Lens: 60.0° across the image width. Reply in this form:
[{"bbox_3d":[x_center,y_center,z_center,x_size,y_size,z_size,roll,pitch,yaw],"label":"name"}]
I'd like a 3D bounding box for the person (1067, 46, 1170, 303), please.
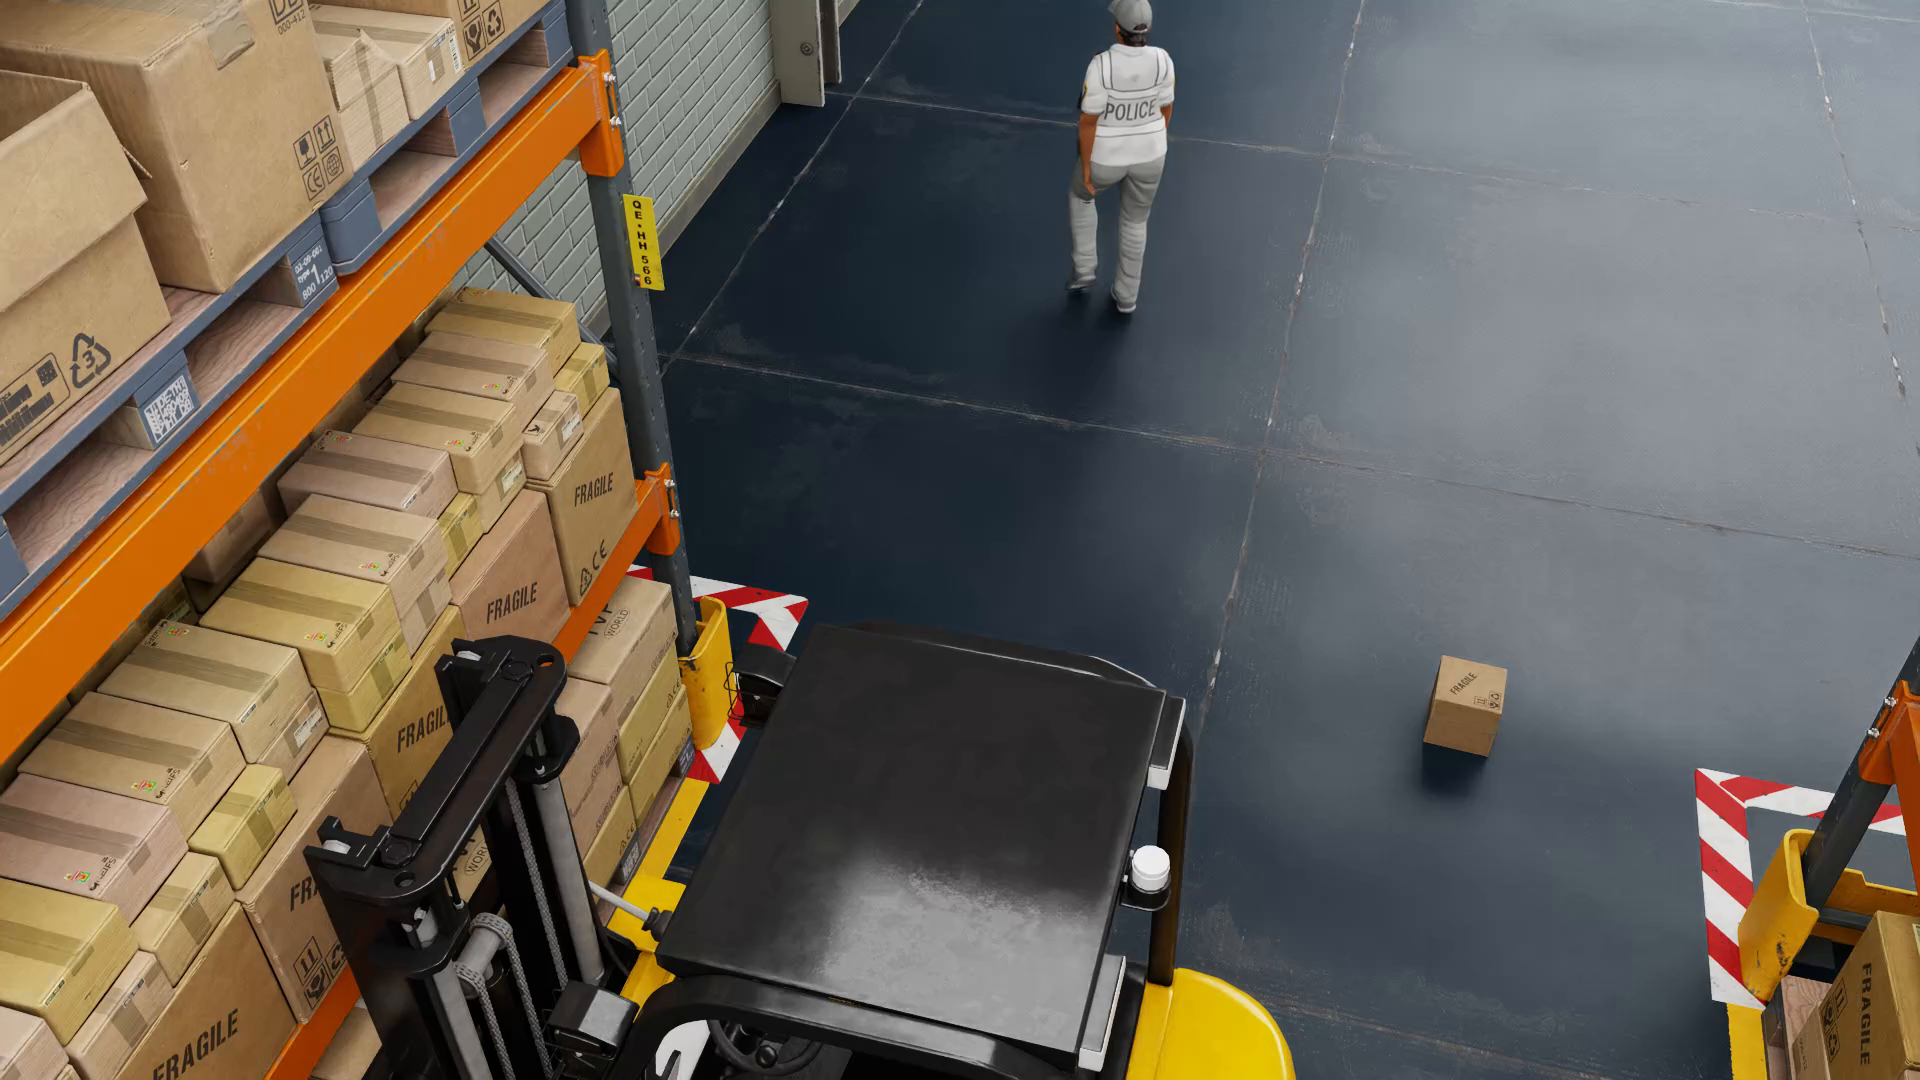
[{"bbox_3d":[0.802,-1.890,8.393,0.445,1.345,0.492,-6,42,-6],"label":"person"}]
